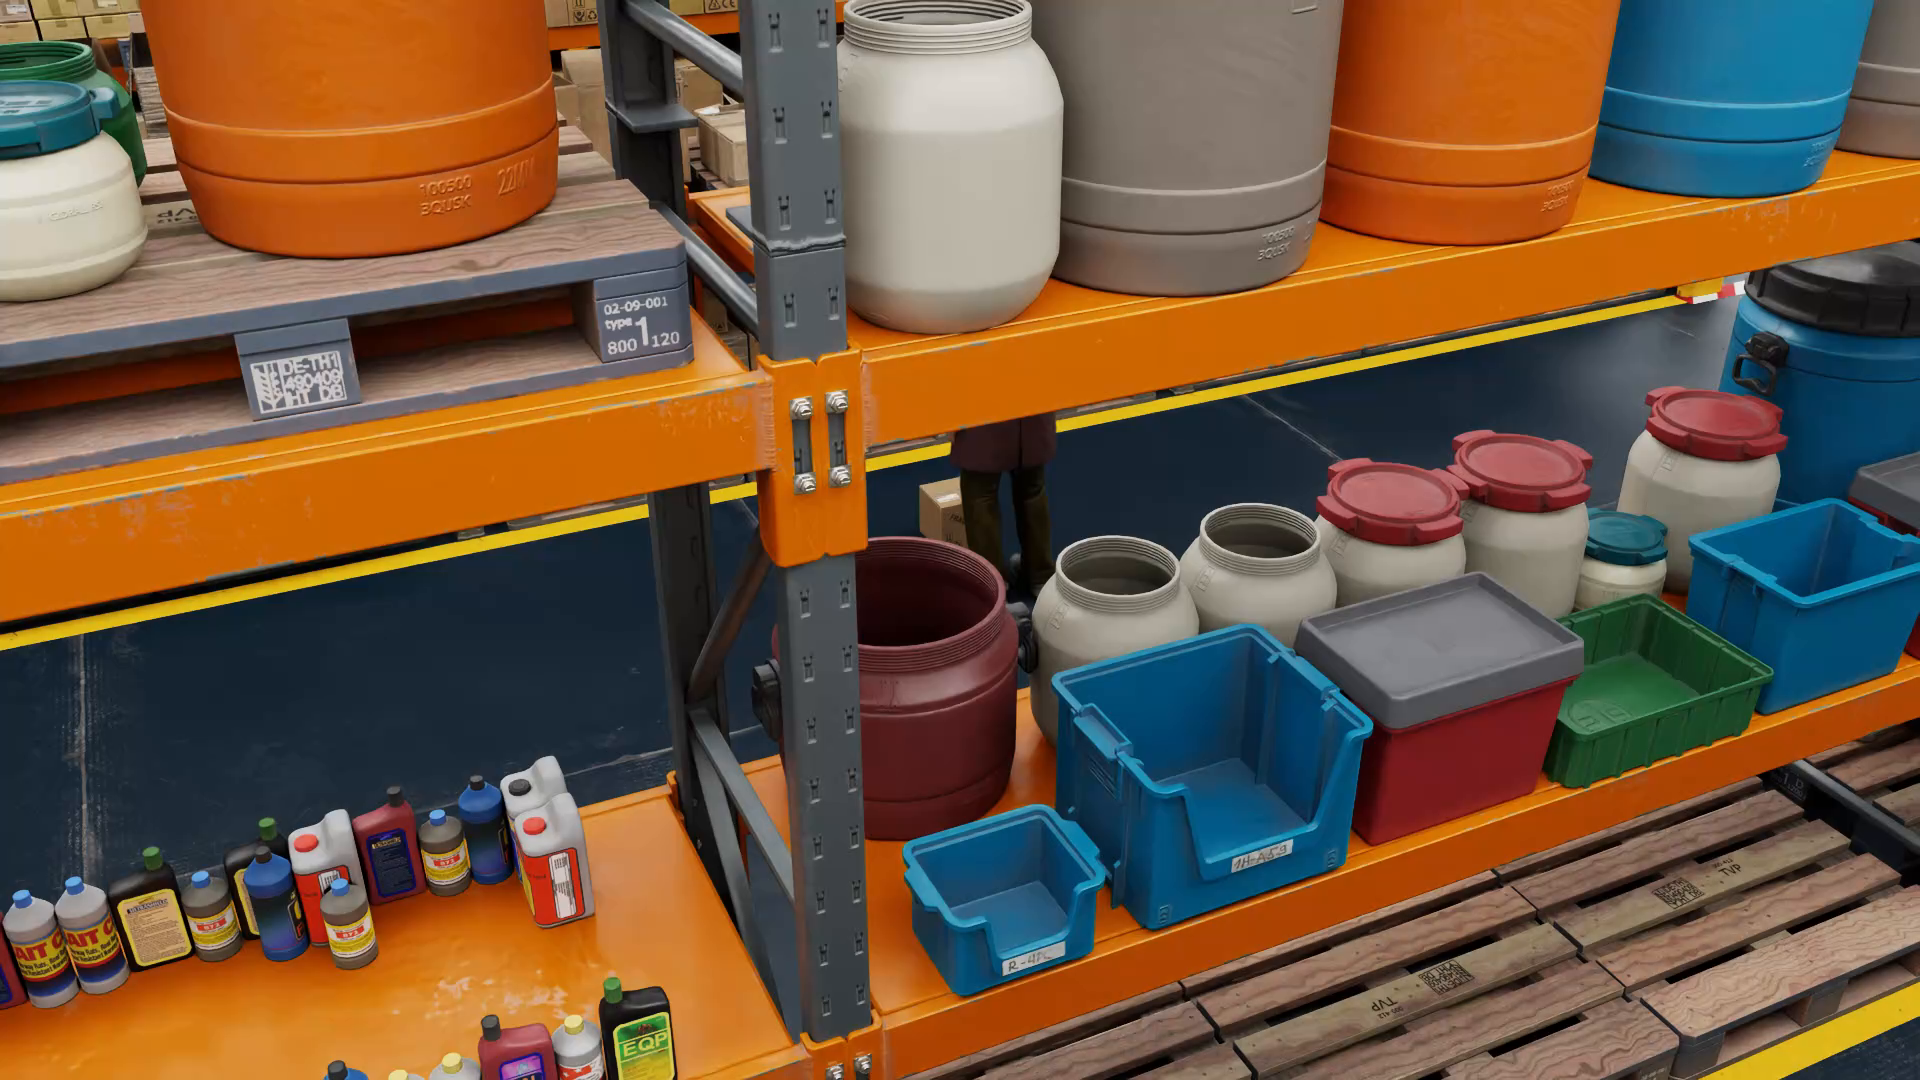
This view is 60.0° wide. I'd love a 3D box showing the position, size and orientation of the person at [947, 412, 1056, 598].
[{"bbox_3d":[0.177,-0.552,7.144,0.563,1.778,0.379,-12,31,-21],"label":"person"}]
